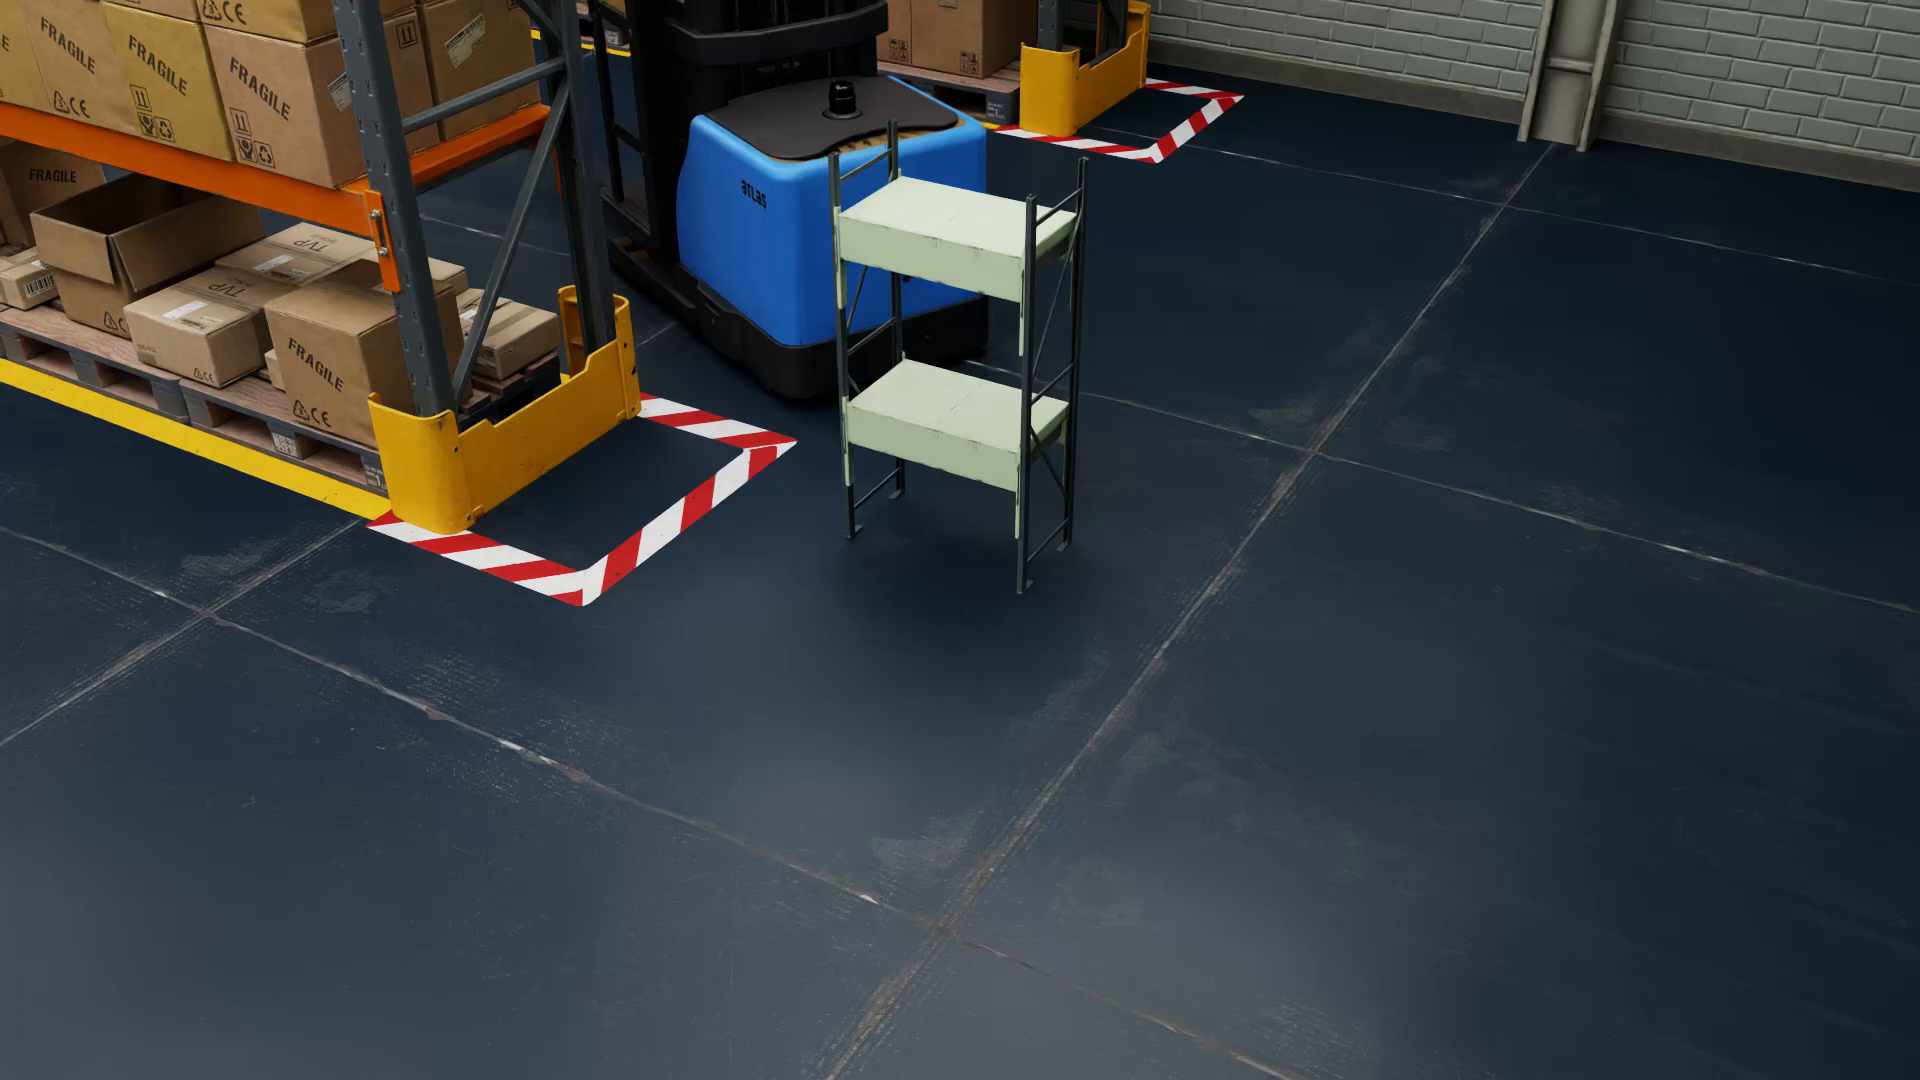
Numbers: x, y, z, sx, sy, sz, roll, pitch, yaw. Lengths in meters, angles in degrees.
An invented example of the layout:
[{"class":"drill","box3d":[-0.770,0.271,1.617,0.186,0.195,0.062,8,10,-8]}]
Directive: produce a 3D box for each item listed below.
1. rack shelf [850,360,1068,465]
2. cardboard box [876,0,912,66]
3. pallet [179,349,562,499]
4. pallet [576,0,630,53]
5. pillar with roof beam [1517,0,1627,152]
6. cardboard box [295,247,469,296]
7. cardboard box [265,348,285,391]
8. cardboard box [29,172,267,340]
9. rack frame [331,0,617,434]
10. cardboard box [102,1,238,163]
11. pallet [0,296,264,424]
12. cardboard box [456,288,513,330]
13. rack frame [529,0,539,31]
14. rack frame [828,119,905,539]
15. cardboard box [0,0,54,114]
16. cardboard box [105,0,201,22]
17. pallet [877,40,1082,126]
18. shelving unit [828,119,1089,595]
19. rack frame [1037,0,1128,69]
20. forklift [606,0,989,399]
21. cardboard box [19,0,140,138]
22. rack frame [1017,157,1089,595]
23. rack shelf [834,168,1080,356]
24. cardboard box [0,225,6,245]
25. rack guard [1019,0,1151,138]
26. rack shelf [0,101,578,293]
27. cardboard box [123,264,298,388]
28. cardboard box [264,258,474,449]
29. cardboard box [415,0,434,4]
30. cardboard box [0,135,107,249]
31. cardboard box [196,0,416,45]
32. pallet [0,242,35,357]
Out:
[{"class":"rack shelf","box3d":[-0.006,-0.436,5.964,0.686,0.124,0.368,18,37,24]},{"class":"cardboard box","box3d":[-0.343,-3.362,10.469,0.500,0.500,0.700,17,37,24]},{"class":"pallet","box3d":[-2.464,-0.640,7.020,1.213,0.211,1.003,18,37,24]},{"class":"pallet","box3d":[-2.102,-3.638,11.523,1.213,0.211,1.003,18,37,24]},{"class":"pillar with roof beam","box3d":[1.387,-4.045,4.205,0.400,9.000,9.100,18,37,24]},{"class":"cardboard box","box3d":[-2.471,-1.023,7.164,0.500,0.250,0.500,18,37,24]},{"class":"cardboard box","box3d":[-2.607,-0.750,6.830,0.250,0.166,0.380,18,37,24]},{"class":"cardboard box","box3d":[-3.545,-1.291,7.337,0.637,0.503,0.797,18,37,24]},{"class":"rack frame","box3d":[-1.705,-1.561,5.888,0.127,3.000,1.000,18,37,24]},{"class":"cardboard box","box3d":[-2.681,-1.736,6.060,0.500,0.500,0.500,18,38,25]},{"class":"pallet","box3d":[-3.519,-0.976,7.525,1.213,0.211,1.003,18,37,24]},{"class":"cardboard box","box3d":[-2.115,-0.914,7.075,0.250,0.166,0.380,18,37,24]},{"class":"rack frame","box3d":[-2.724,-5.046,11.121,0.127,3.000,1.000,18,37,24]},{"class":"rack frame","box3d":[-0.324,-0.727,5.988,0.023,1.500,0.400,18,37,24]},{"class":"cardboard box","box3d":[-3.549,-2.014,6.478,0.500,0.500,0.500,17,37,24]},{"class":"cardboard box","box3d":[-2.667,-2.147,5.776,0.500,0.500,0.500,19,38,26]},{"class":"pallet","box3d":[0.016,-2.967,10.515,1.213,0.211,1.003,18,37,24]},{"class":"shelving unit","box3d":[-0.006,-0.626,5.837,0.755,1.500,0.431,18,37,24]},{"class":"rack frame","box3d":[0.749,-3.946,9.469,0.127,3.000,1.000,18,37,24]},{"class":"forklift","box3d":[-1.096,-2.595,7.502,1.130,2.935,3.031,-20,38,-27]},{"class":"cardboard box","box3d":[-3.112,-1.875,6.270,0.500,0.500,0.500,18,38,25]},{"class":"rack frame","box3d":[0.312,-0.525,5.686,0.023,1.500,0.400,18,37,24]},{"class":"rack shelf","box3d":[-0.006,-0.951,5.621,0.720,0.370,0.431,18,37,24]},{"class":"cardboard box","box3d":[-4.921,-1.505,7.833,0.500,0.311,0.500,18,37,24]},{"class":"rack guard","box3d":[0.770,-2.899,10.152,0.348,0.500,1.175,18,37,24]},{"class":"rack shelf","box3d":[-3.442,-1.811,6.913,4.000,0.370,1.077,18,37,24]},{"class":"cardboard box","box3d":[-3.110,-0.906,6.988,0.500,0.250,0.500,18,37,24]},{"class":"cardboard box","box3d":[-2.300,-0.734,6.505,0.500,0.500,0.500,18,37,24]},{"class":"cardboard box","box3d":[-1.960,-2.267,5.956,0.500,0.500,0.500,19,38,26]},{"class":"cardboard box","box3d":[-4.543,-1.783,8.080,0.500,0.500,0.500,18,37,24]},{"class":"cardboard box","box3d":[-2.228,-2.009,5.568,0.500,0.500,0.500,17,37,24]},{"class":"pallet","box3d":[-4.582,-1.311,8.028,1.213,0.211,1.003,18,37,24]}]
